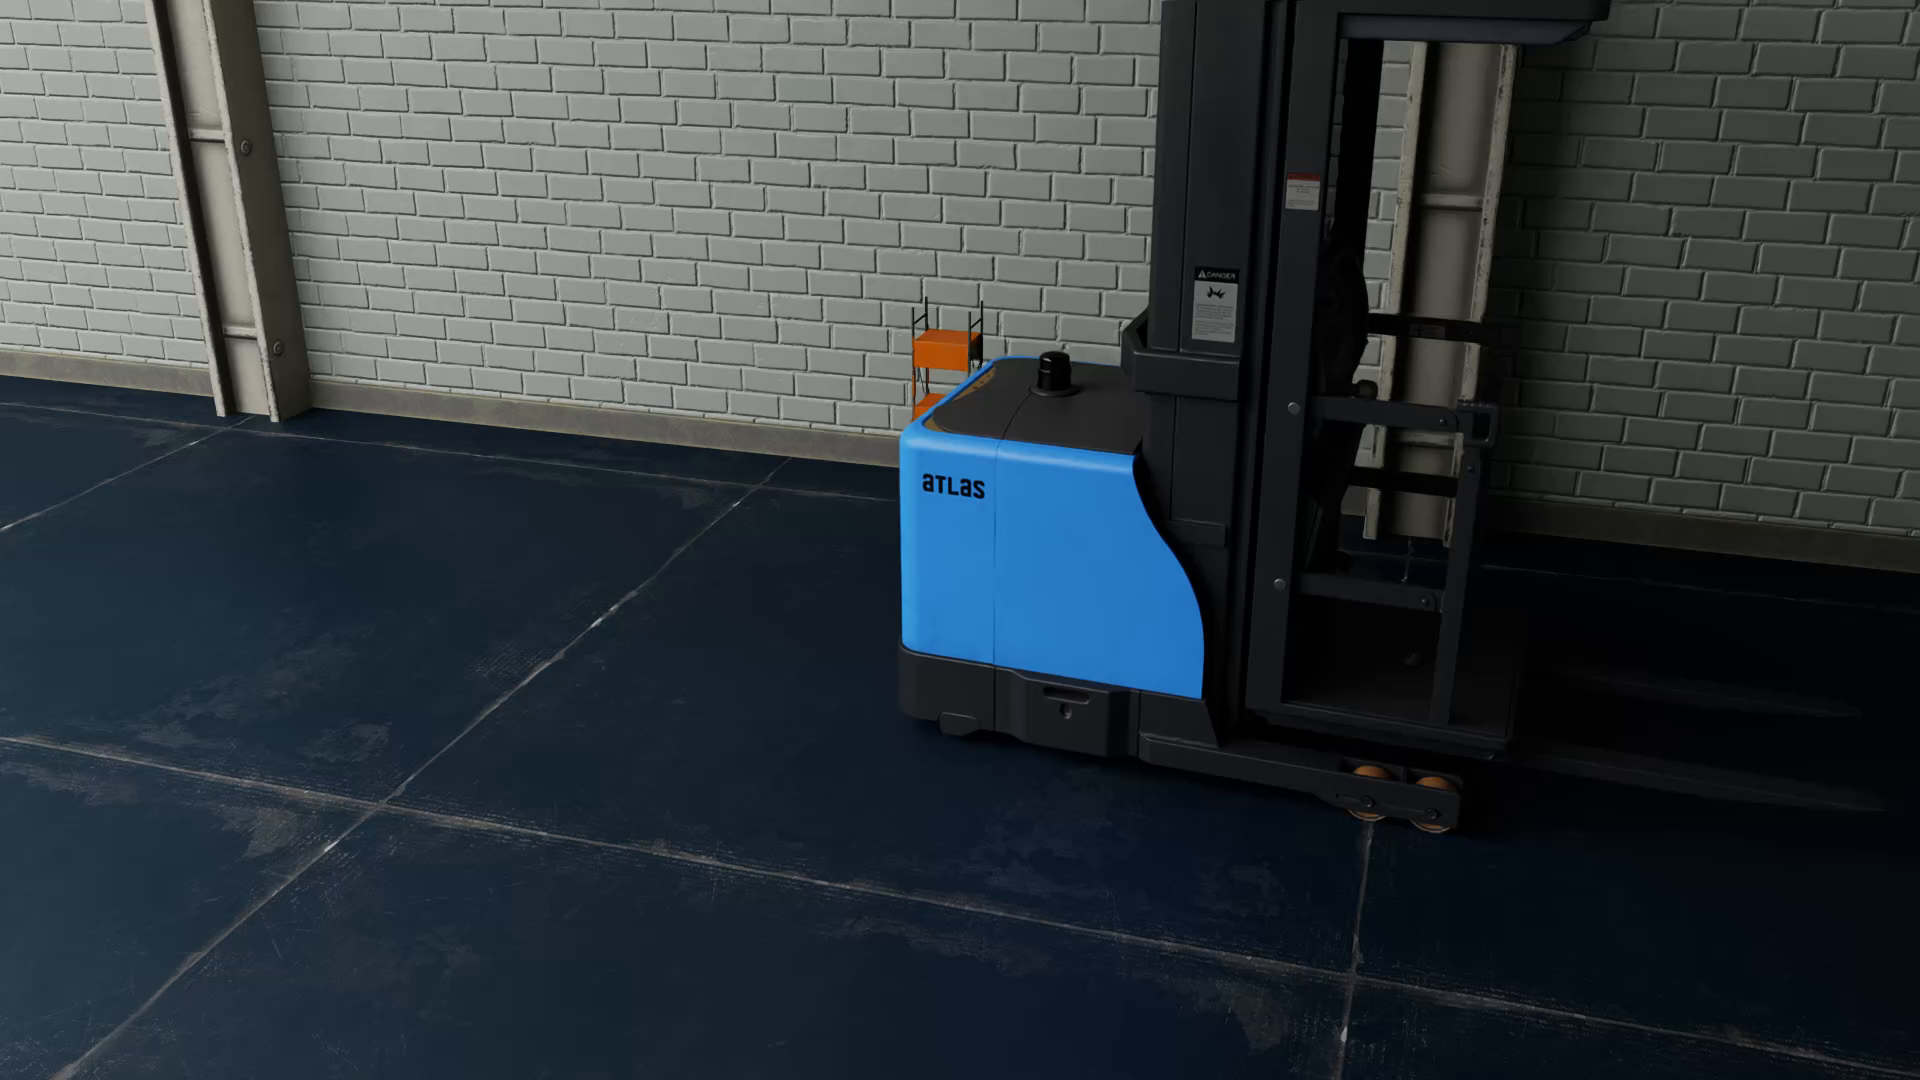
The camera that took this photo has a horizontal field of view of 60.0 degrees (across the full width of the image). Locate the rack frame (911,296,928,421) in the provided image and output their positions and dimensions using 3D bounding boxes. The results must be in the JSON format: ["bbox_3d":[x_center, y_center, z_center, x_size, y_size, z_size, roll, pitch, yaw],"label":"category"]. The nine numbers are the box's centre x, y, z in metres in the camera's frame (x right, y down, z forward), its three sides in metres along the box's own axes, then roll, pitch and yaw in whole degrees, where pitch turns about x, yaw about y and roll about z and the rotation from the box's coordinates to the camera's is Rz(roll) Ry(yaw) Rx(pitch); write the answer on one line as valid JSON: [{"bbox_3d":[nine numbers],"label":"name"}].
[{"bbox_3d":[-0.168,-0.505,7.118,0.008,1.050,0.200,7,23,16],"label":"rack frame"}]

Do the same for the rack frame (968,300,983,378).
[{"bbox_3d":[0.066,-0.478,7.052,0.008,1.050,0.200,7,23,16],"label":"rack frame"}]

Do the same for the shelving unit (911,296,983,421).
[{"bbox_3d":[-0.051,-0.492,7.085,0.252,1.050,0.215,7,23,16],"label":"shelving unit"}]

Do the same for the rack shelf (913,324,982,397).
[{"bbox_3d":[-0.051,-0.744,6.981,0.240,0.259,0.215,7,23,16],"label":"rack shelf"}]

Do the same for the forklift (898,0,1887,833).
[{"bbox_3d":[1.362,-0.689,5.086,3.031,2.935,1.130,8,24,19],"label":"forklift"}]

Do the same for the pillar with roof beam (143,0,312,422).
[{"bbox_3d":[-4.986,-3.299,3.454,0.400,9.000,9.100,7,23,16],"label":"pillar with roof beam"}]

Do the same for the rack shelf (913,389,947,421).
[{"bbox_3d":[-0.051,-0.482,7.089,0.240,0.259,0.215,7,23,16],"label":"rack shelf"}]

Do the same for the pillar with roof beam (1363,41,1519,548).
[{"bbox_3d":[0.758,-2.641,1.850,0.400,9.000,9.100,7,23,16],"label":"pillar with roof beam"}]
